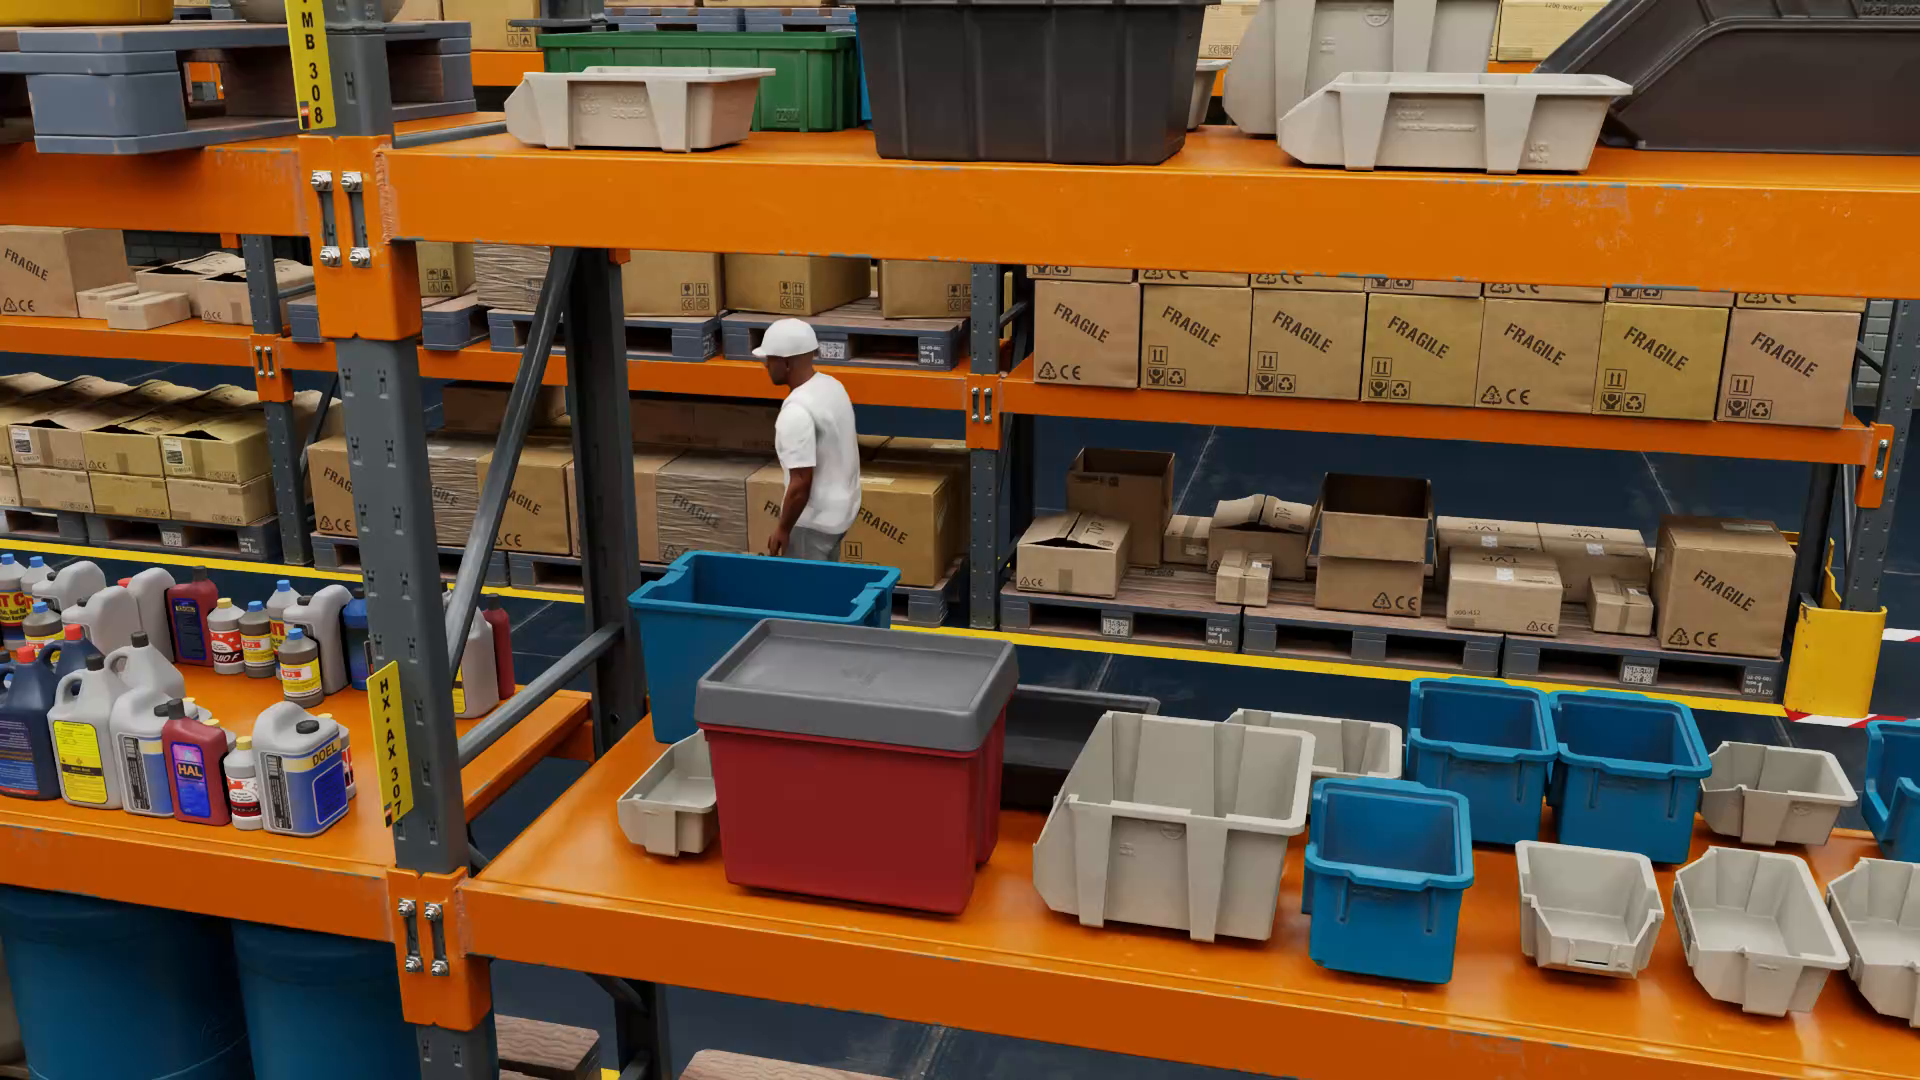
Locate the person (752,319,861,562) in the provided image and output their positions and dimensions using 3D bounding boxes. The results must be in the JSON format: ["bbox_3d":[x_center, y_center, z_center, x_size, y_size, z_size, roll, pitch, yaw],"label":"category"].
[{"bbox_3d":[-0.667,-0.105,7.345,0.446,1.762,0.604,4,19,13],"label":"person"}]
